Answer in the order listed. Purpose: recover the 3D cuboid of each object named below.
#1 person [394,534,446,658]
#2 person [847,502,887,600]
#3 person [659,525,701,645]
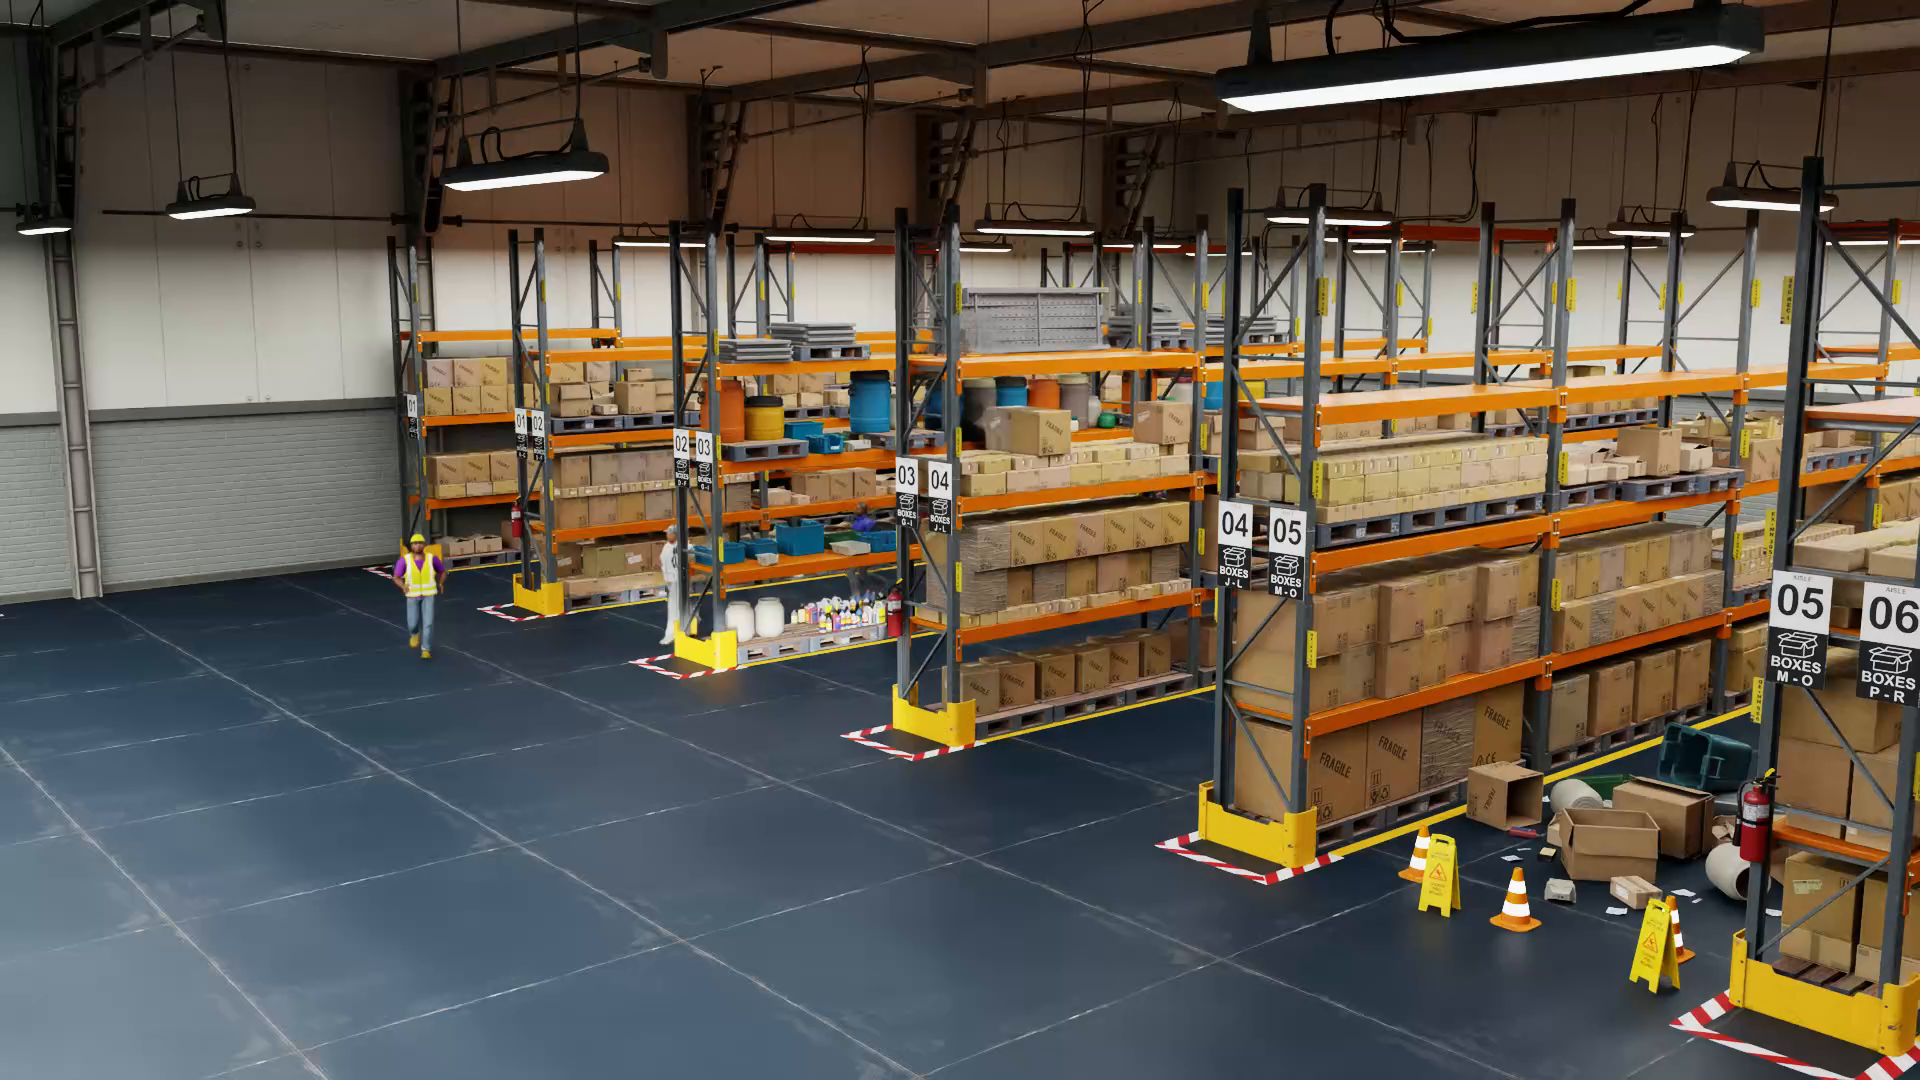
[{"bbox_3d":[-7.505,0.768,23.166,0.707,1.722,0.713,-3,9,-21],"label":"person"},{"bbox_3d":[-1.573,0.237,27.252,0.720,1.546,0.590,-7,11,-39],"label":"person"},{"bbox_3d":[-4.109,0.614,24.282,0.647,1.701,0.890,9,12,44],"label":"person"}]
